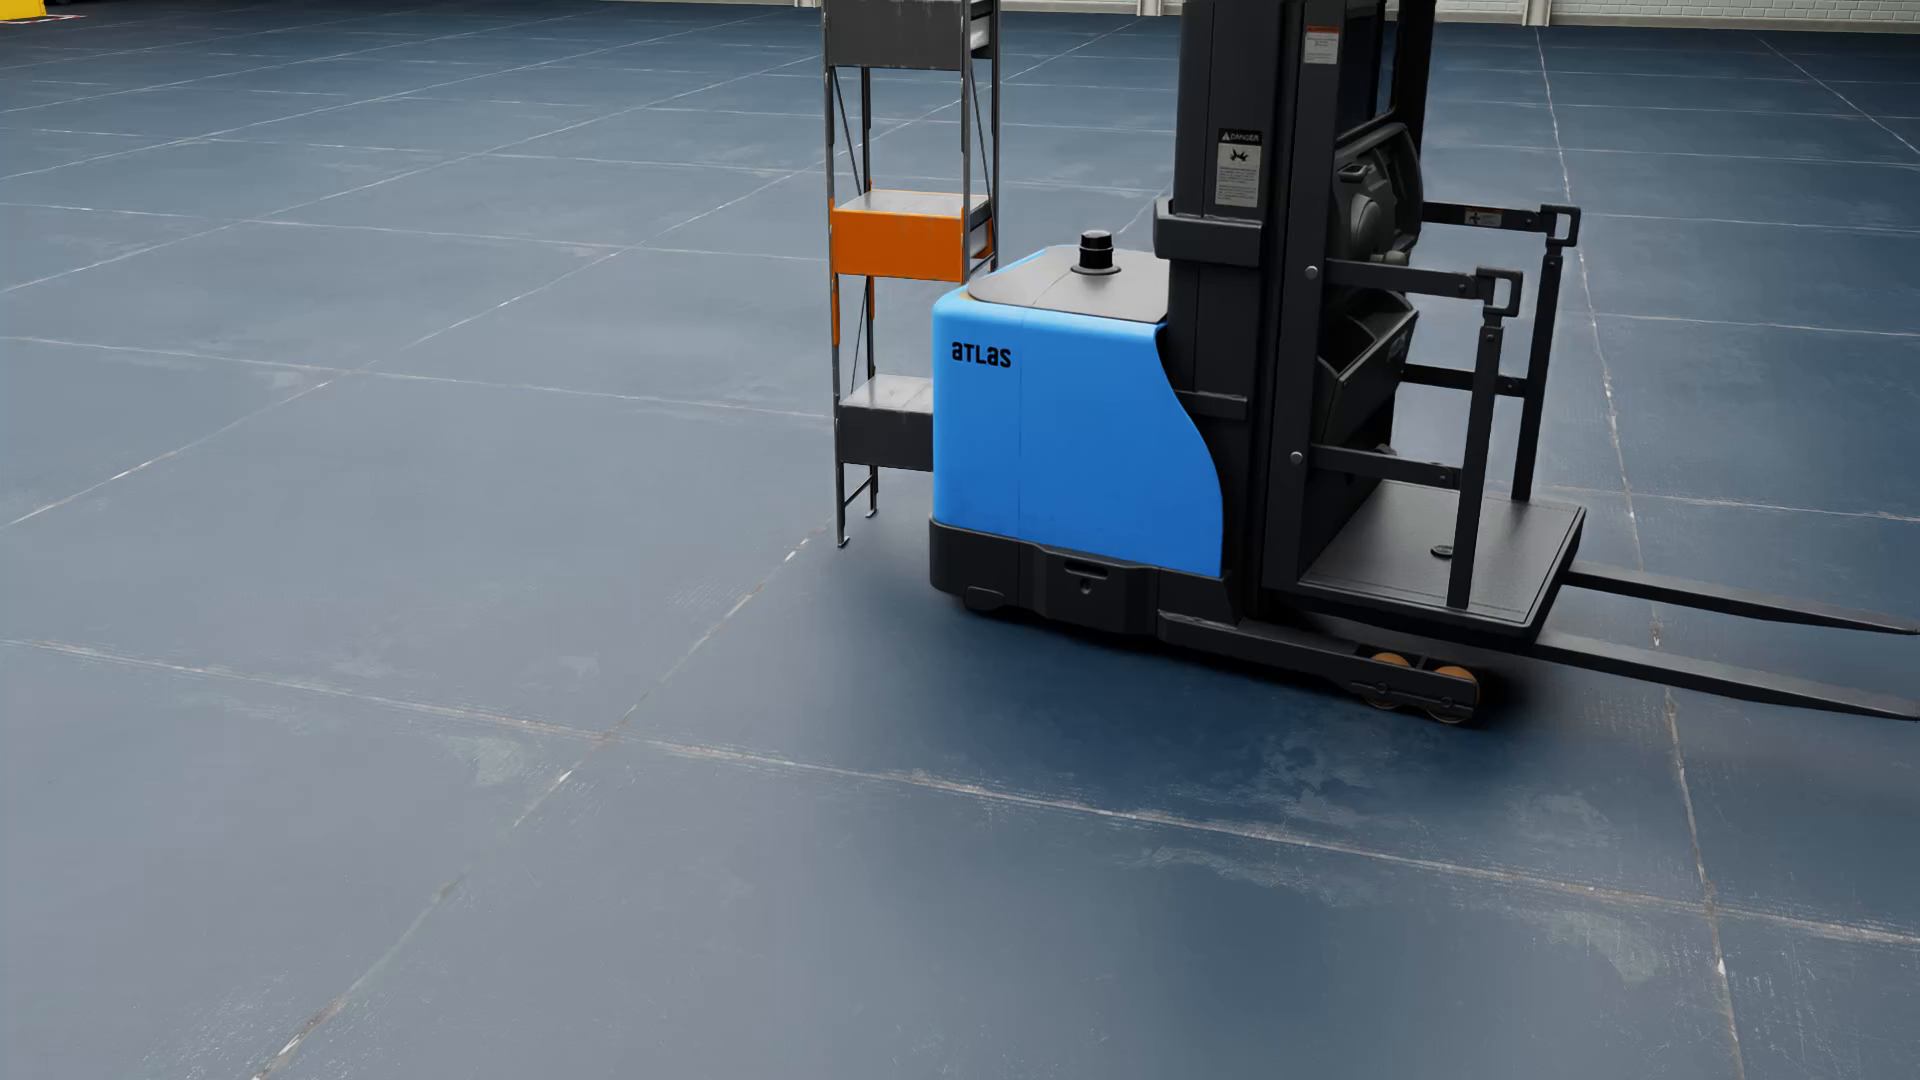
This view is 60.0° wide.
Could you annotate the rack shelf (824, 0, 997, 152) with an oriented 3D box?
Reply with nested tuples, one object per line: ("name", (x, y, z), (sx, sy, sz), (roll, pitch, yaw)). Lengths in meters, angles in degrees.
("rack shelf", (-0.158, -1.625, 5.655), (0.480, 0.518, 0.431), (7, 23, 16))

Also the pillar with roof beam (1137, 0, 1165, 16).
("pillar with roof beam", (1.873, -11.192, 21.696), (0.400, 9.000, 9.100), (7, 23, 16))

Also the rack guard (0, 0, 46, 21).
("rack guard", (-15.213, -8.598, 26.571), (0.348, 0.500, 1.175), (7, 23, 16))

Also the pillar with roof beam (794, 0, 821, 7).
("pillar with roof beam", (-3.871, -11.849, 23.300), (0.400, 9.000, 9.100), (7, 23, 16))

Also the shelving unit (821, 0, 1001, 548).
("shelving unit", (-0.158, -0.990, 5.916), (0.503, 2.100, 0.431), (7, 23, 16))

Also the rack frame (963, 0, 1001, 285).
("rack frame", (0.075, -0.963, 5.851), (0.015, 2.100, 0.400), (7, 23, 16))

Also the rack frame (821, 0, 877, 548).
("rack frame", (-0.392, -1.016, 5.981), (0.015, 2.100, 0.400), (7, 23, 16))

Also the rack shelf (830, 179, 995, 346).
("rack shelf", (-0.158, -0.977, 5.921), (0.480, 0.518, 0.431), (7, 23, 16))

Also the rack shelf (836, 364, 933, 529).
("rack shelf", (-0.158, -0.329, 6.187), (0.480, 0.518, 0.431), (7, 23, 16))

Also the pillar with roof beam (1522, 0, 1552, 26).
("pillar with roof beam", (7.617, -10.534, 20.093), (0.400, 9.000, 9.100), (7, 23, 16))

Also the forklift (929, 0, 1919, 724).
("forklift", (1.443, -1.041, 4.946), (3.031, 2.935, 1.130), (11, 25, 25))

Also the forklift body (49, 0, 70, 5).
("forklift body", (-16.052, -10.702, 29.526), (1.214, 2.155, 2.313), (7, 23, 16))
